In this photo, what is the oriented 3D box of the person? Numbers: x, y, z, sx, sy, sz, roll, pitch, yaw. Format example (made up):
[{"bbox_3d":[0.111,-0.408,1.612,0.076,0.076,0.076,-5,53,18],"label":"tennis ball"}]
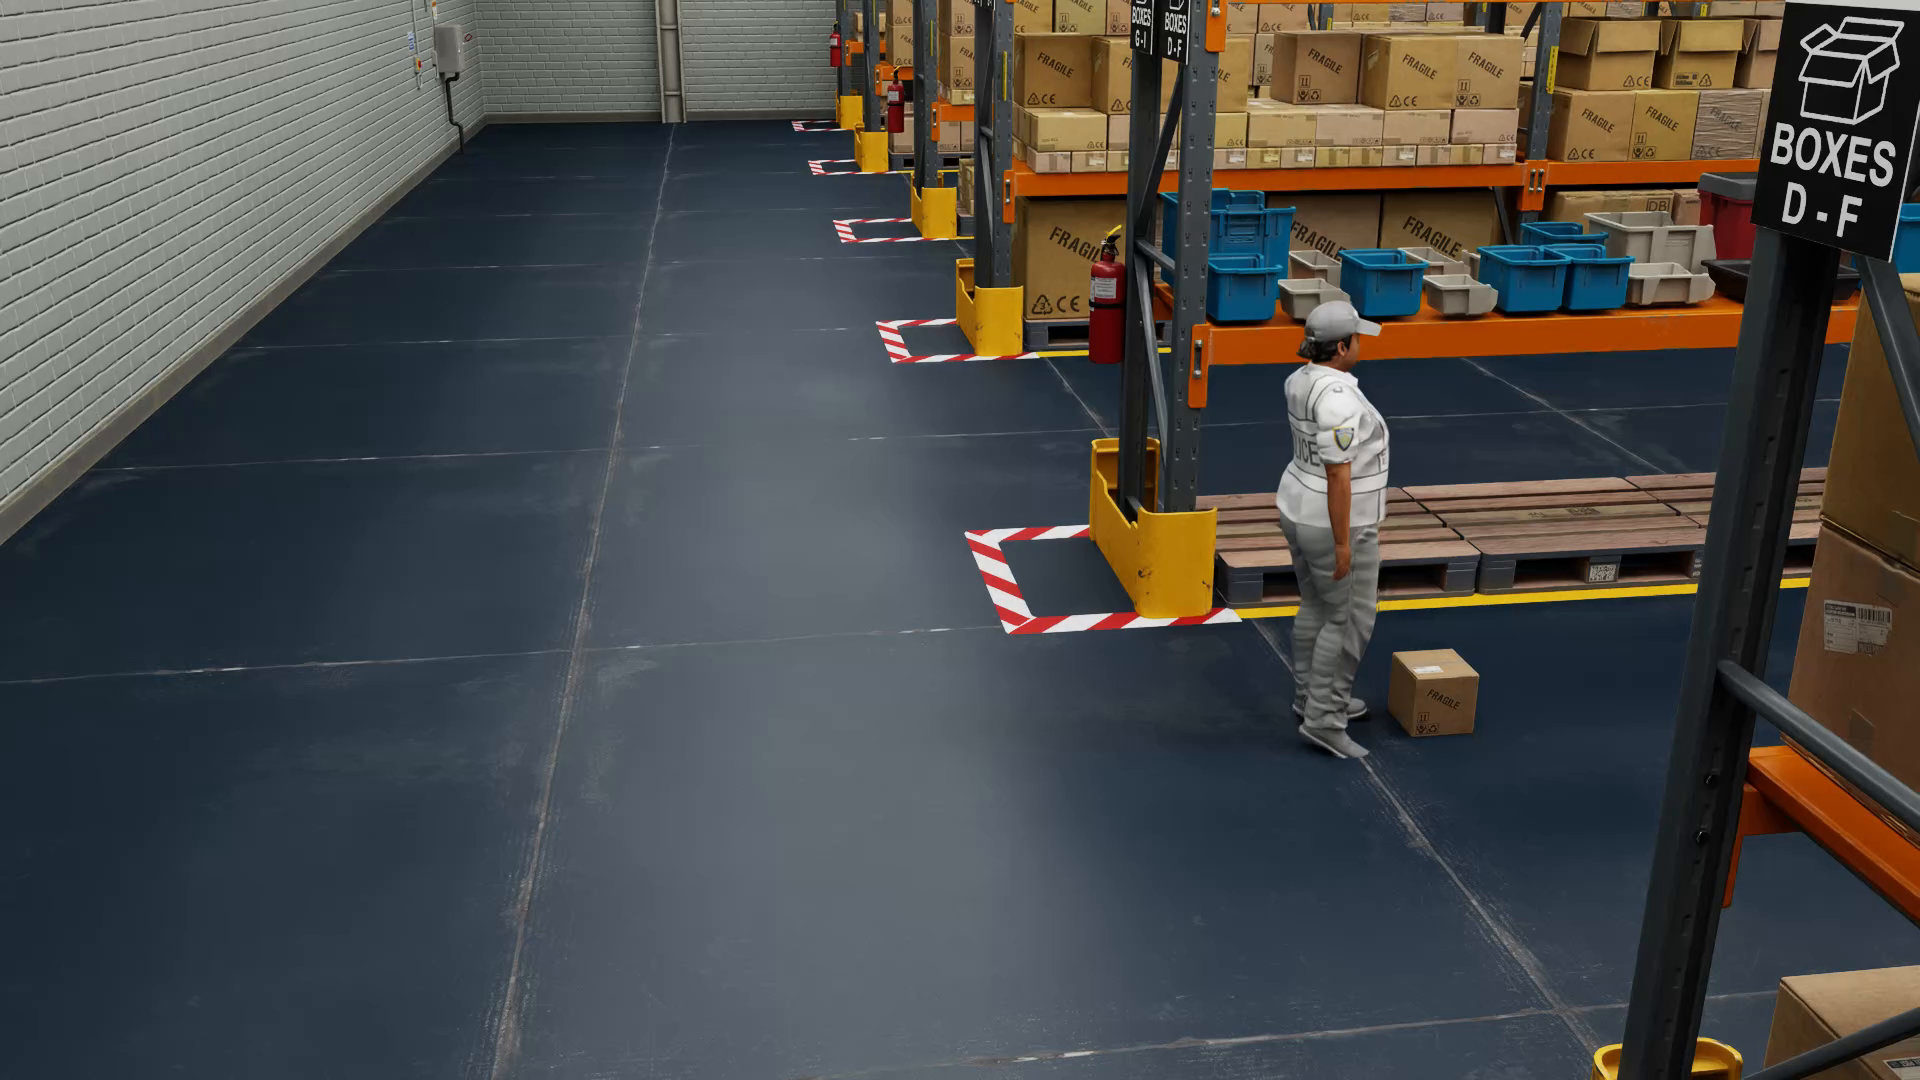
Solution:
[{"bbox_3d":[1.407,-0.031,6.202,0.436,1.725,0.528,-3,20,-8],"label":"person"}]
